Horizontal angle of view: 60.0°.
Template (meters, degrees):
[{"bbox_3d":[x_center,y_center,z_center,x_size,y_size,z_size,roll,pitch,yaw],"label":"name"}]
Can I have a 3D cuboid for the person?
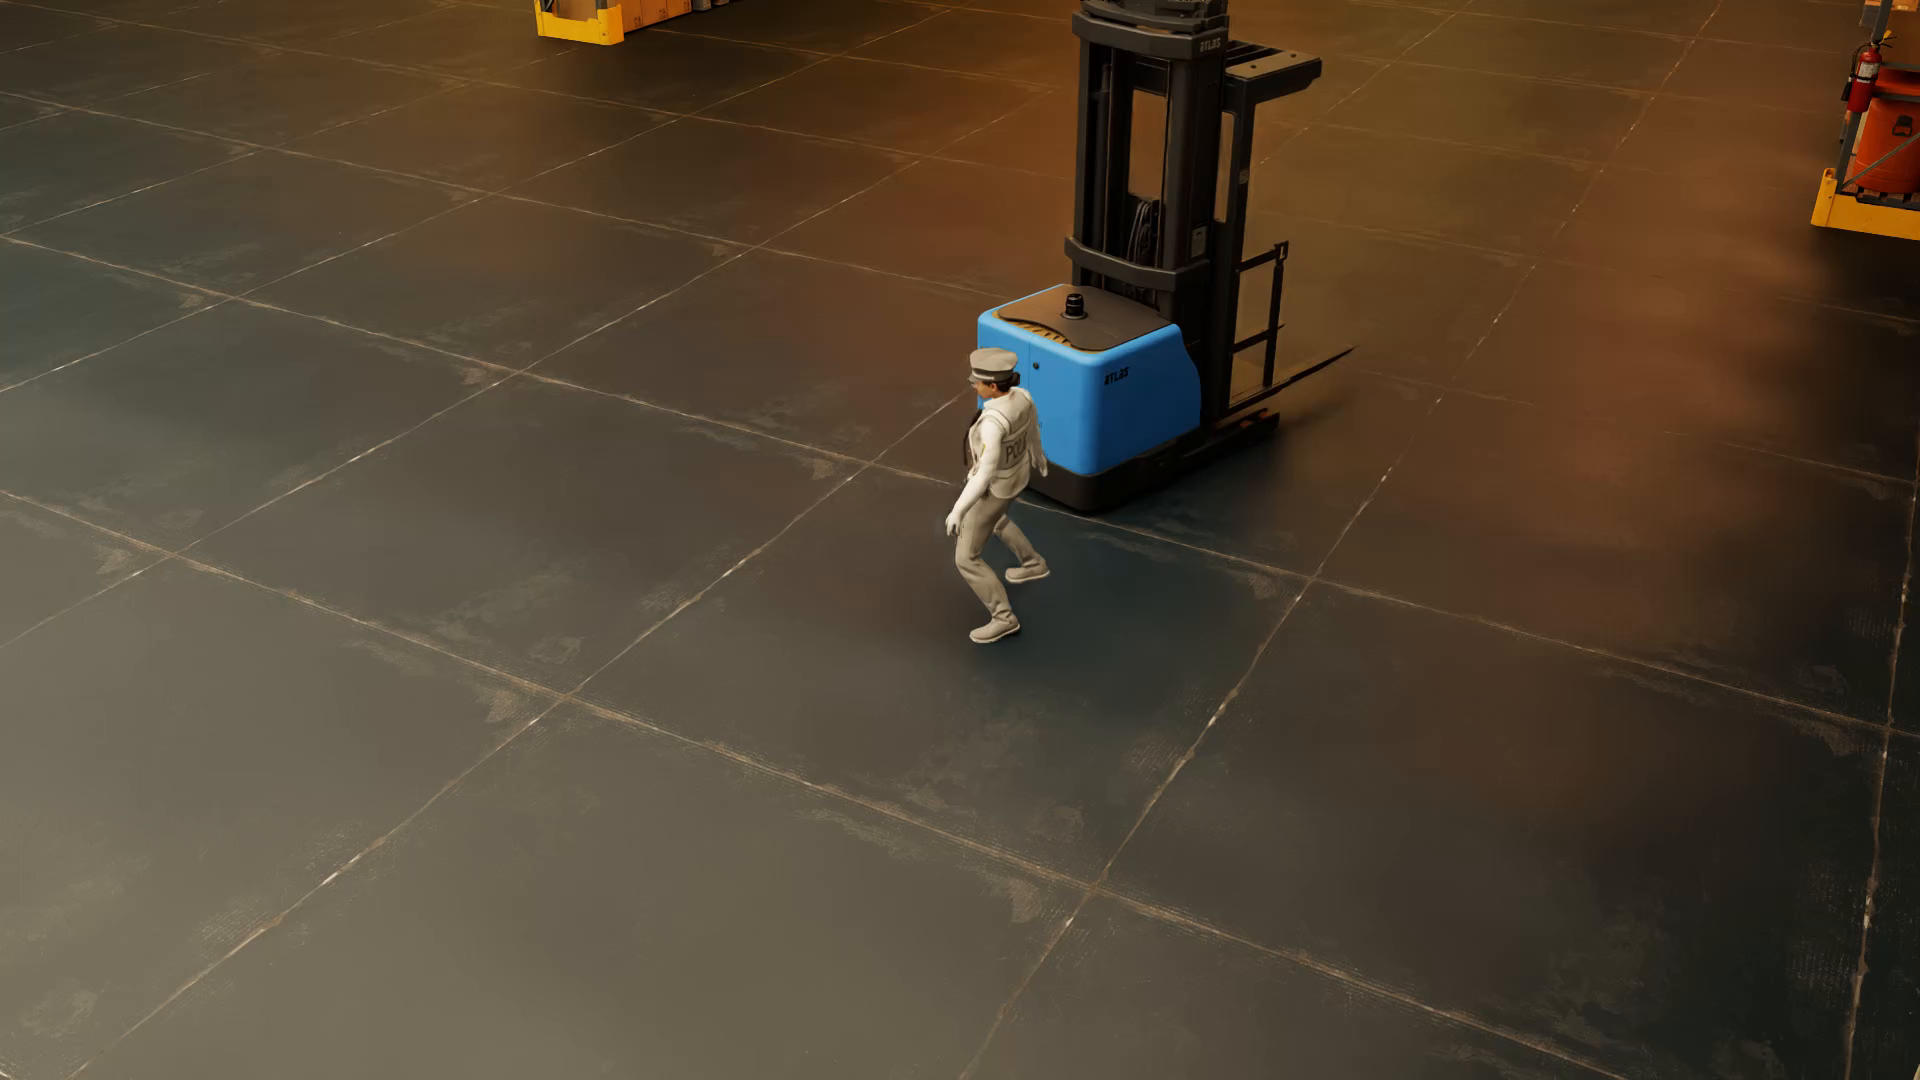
[{"bbox_3d":[0.214,-0.309,8.982,0.476,1.582,0.828,16,34,25],"label":"person"}]

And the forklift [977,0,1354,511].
[{"bbox_3d":[1.512,-2.072,10.661,3.031,2.935,1.130,-25,38,-37],"label":"forklift"}]
